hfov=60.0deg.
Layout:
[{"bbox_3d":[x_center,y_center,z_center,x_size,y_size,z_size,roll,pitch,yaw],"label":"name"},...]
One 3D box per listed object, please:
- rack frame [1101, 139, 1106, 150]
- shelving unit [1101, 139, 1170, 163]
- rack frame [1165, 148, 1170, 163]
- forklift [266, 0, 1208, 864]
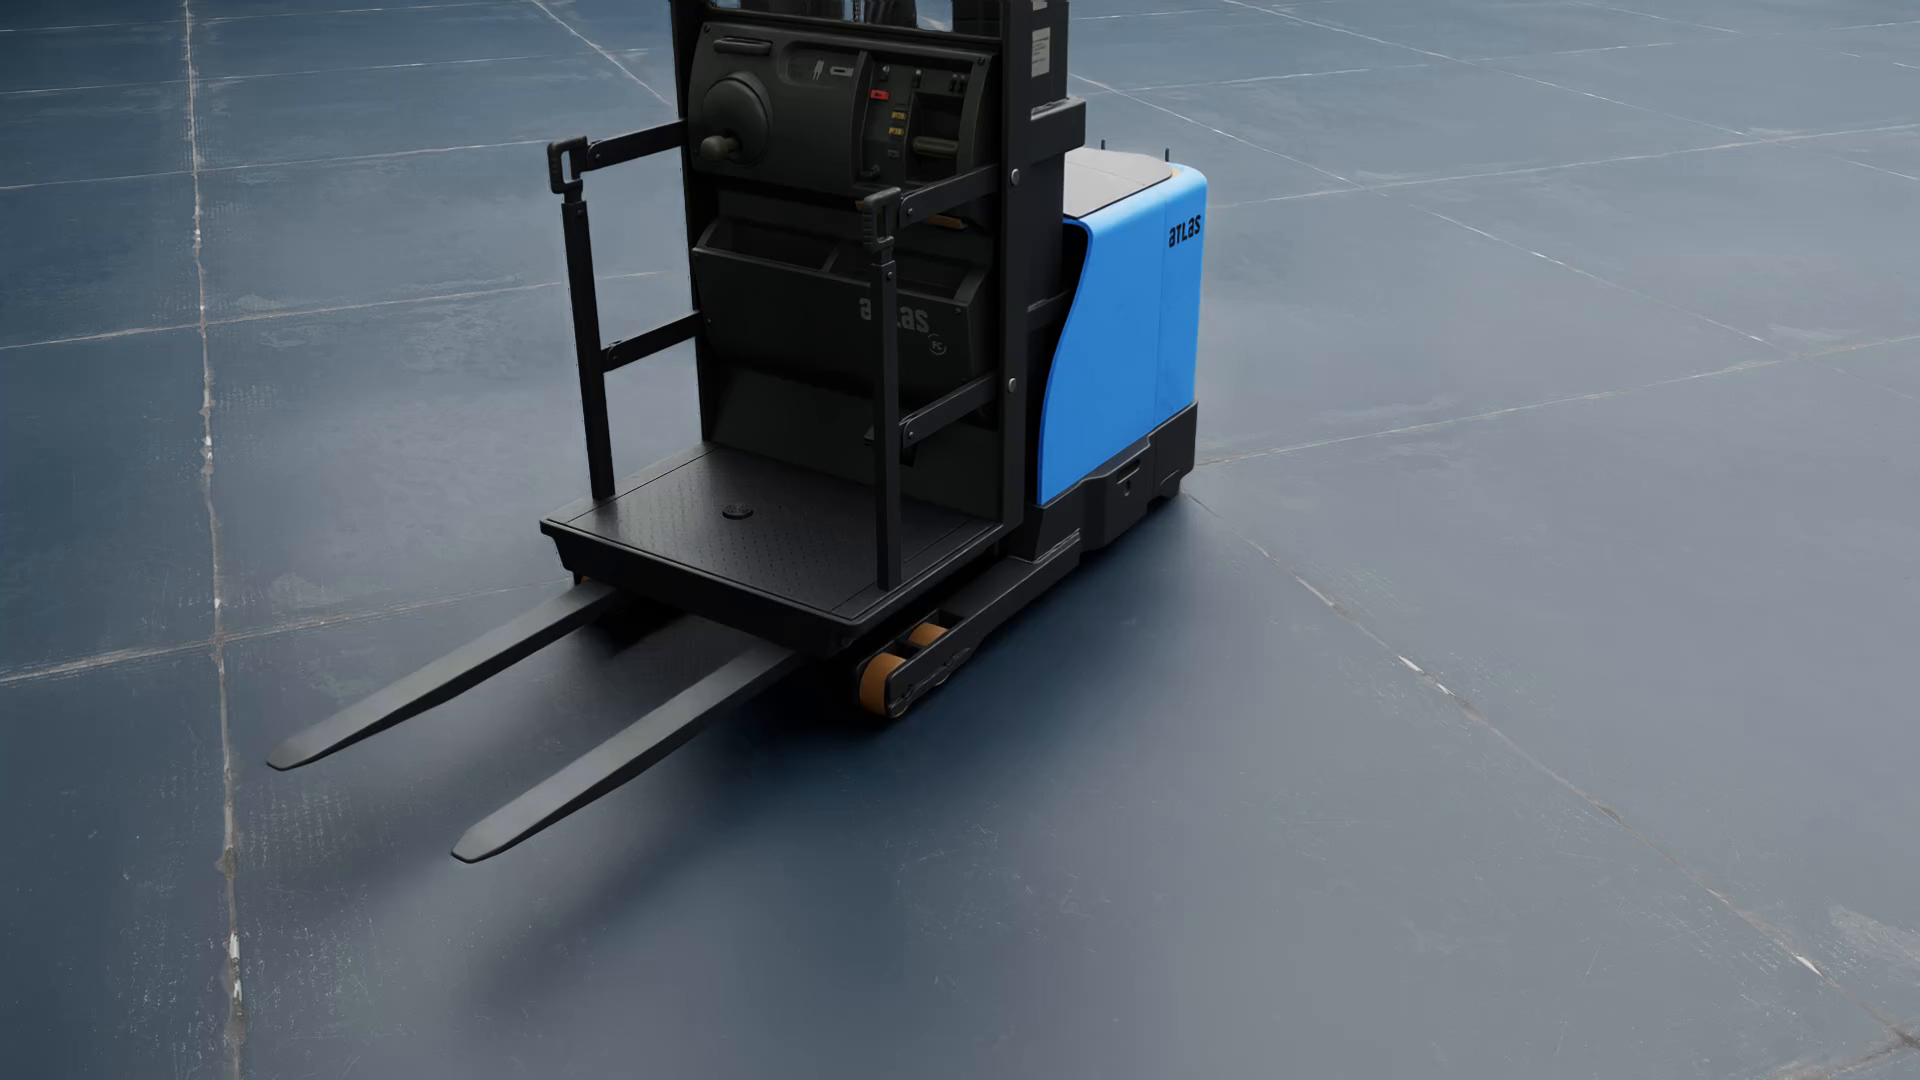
[{"bbox_3d":[0.436,-0.854,5.803,0.008,1.050,0.200,16,30,30],"label":"rack frame"},{"bbox_3d":[0.538,-0.825,5.742,0.252,1.050,0.215,16,30,30],"label":"shelving unit"},{"bbox_3d":[0.640,-0.795,5.682,0.008,1.050,0.200,16,30,30],"label":"rack frame"},{"bbox_3d":[-0.444,-1.093,4.148,1.130,2.935,3.031,16,30,30],"label":"forklift"}]
